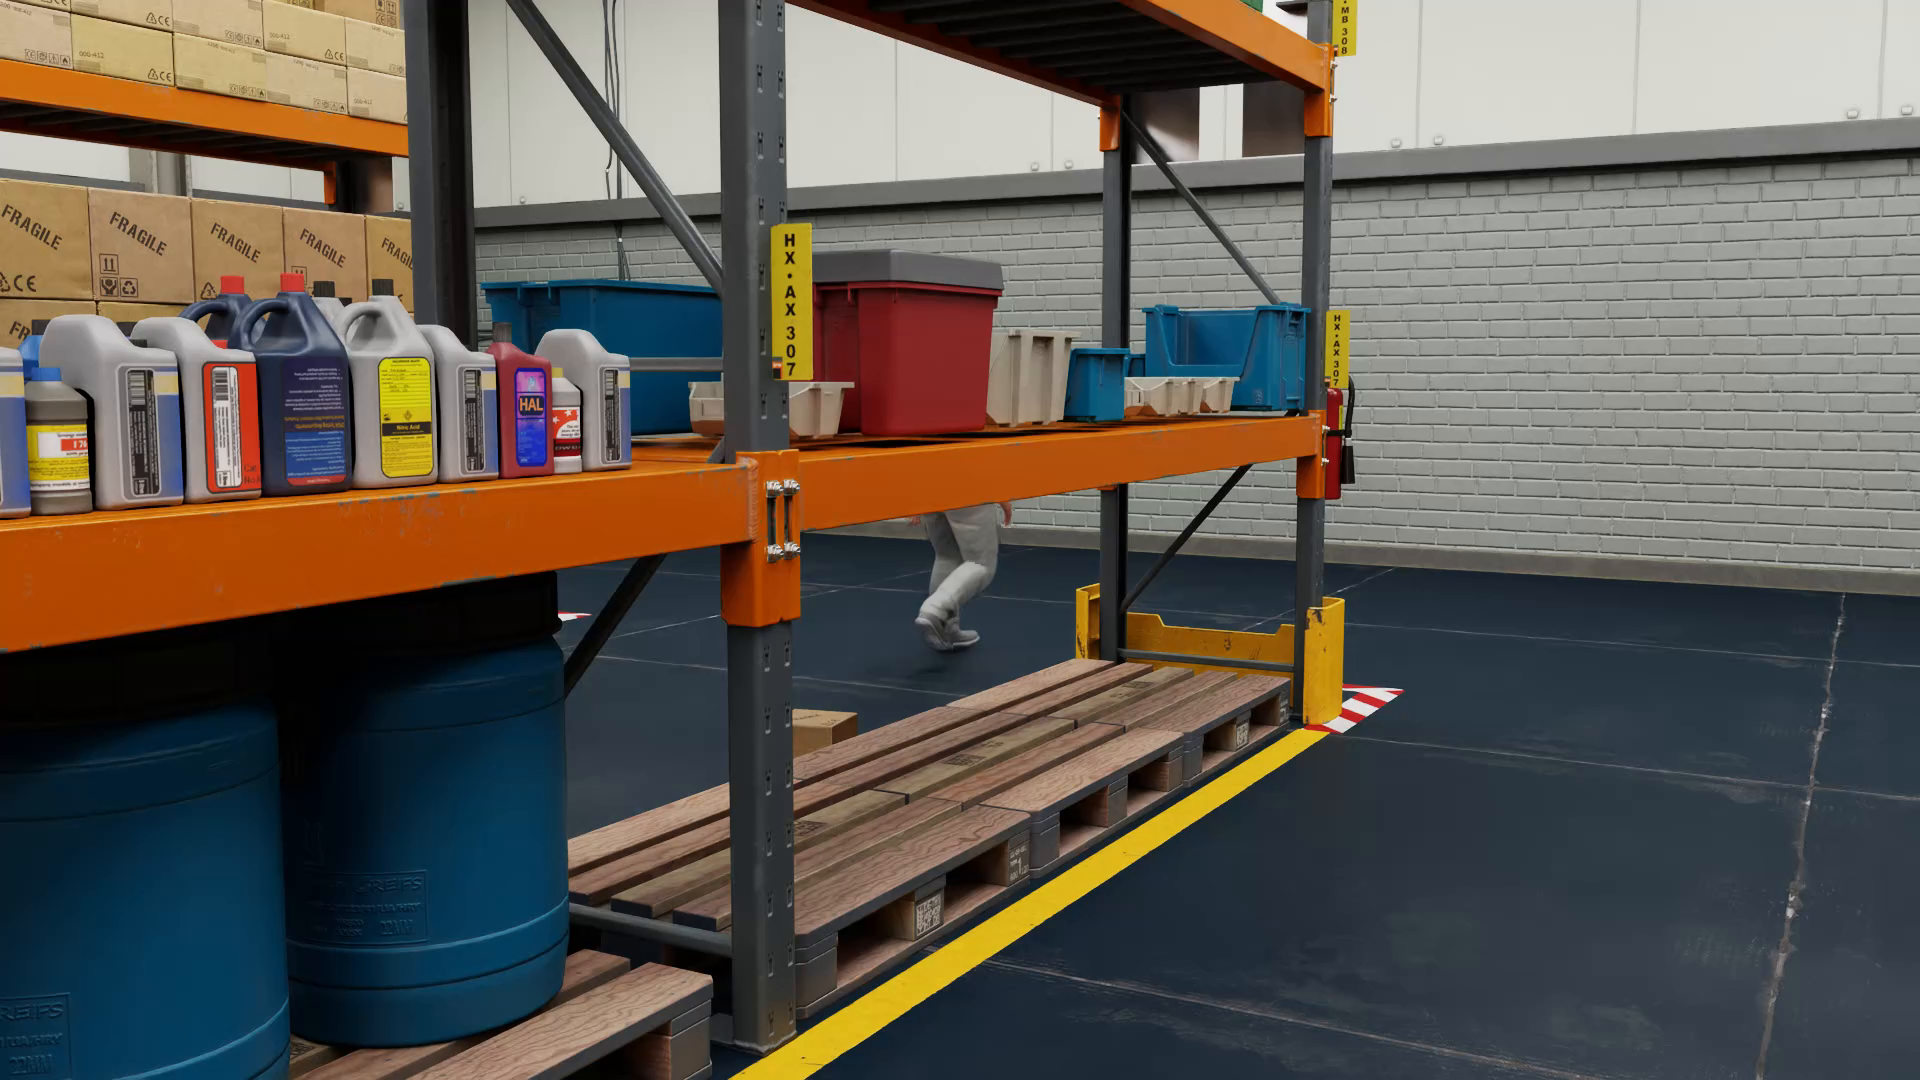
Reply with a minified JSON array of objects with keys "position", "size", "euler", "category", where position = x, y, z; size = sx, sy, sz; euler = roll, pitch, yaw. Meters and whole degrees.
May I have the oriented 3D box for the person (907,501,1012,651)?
[{"position":[-0.021,-0.255,8.503],"size":[0.563,1.713,0.774],"euler":[5,8,43],"category":"person"}]
